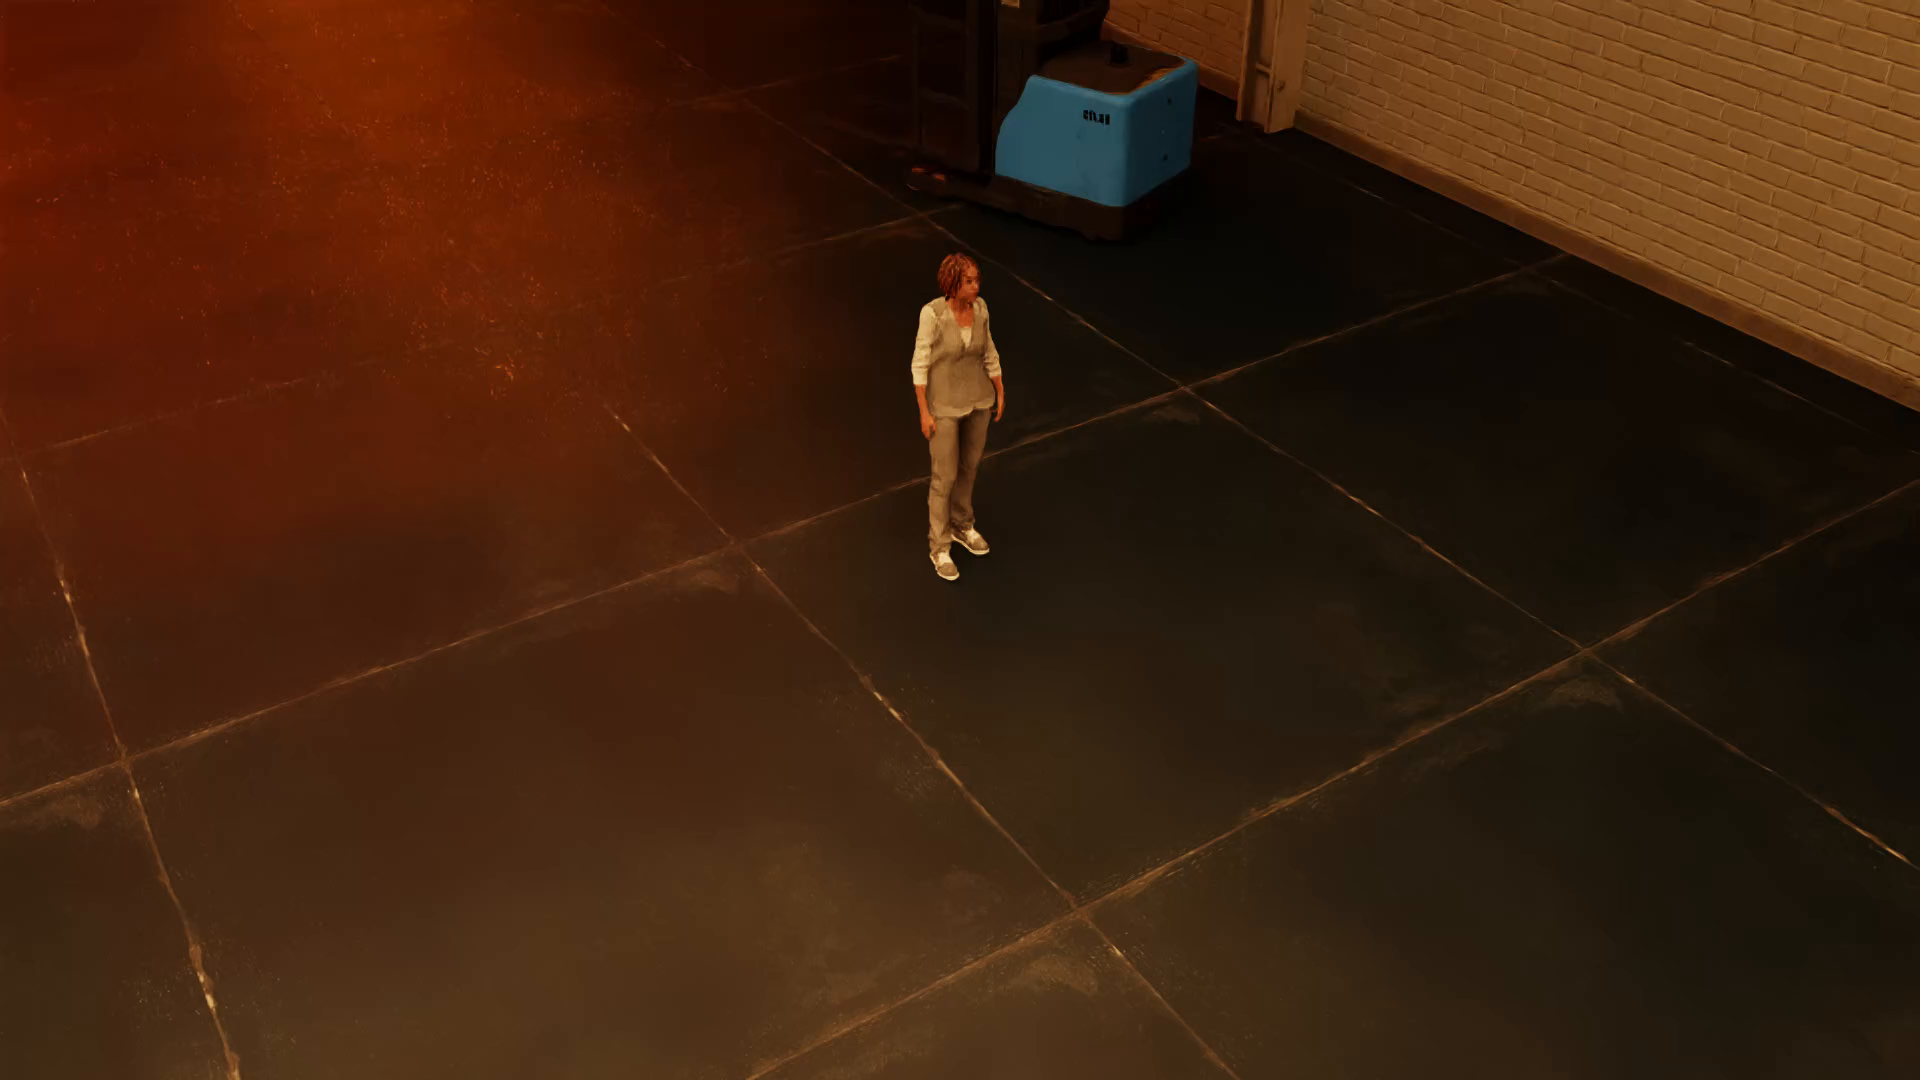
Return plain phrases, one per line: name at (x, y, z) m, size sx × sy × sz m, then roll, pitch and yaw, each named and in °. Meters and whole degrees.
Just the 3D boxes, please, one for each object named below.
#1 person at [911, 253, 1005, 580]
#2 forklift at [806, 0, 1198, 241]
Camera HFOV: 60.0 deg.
person at (0.029, -0.619, 8.177) m, size 0.521 × 1.597 × 0.474 m, roll -21°, pitch 40°, yaw -27°
forklift at (0.197, -3.960, 11.784) m, size 3.031 × 2.935 × 1.130 m, roll 23°, pitch 41°, yaw 29°
